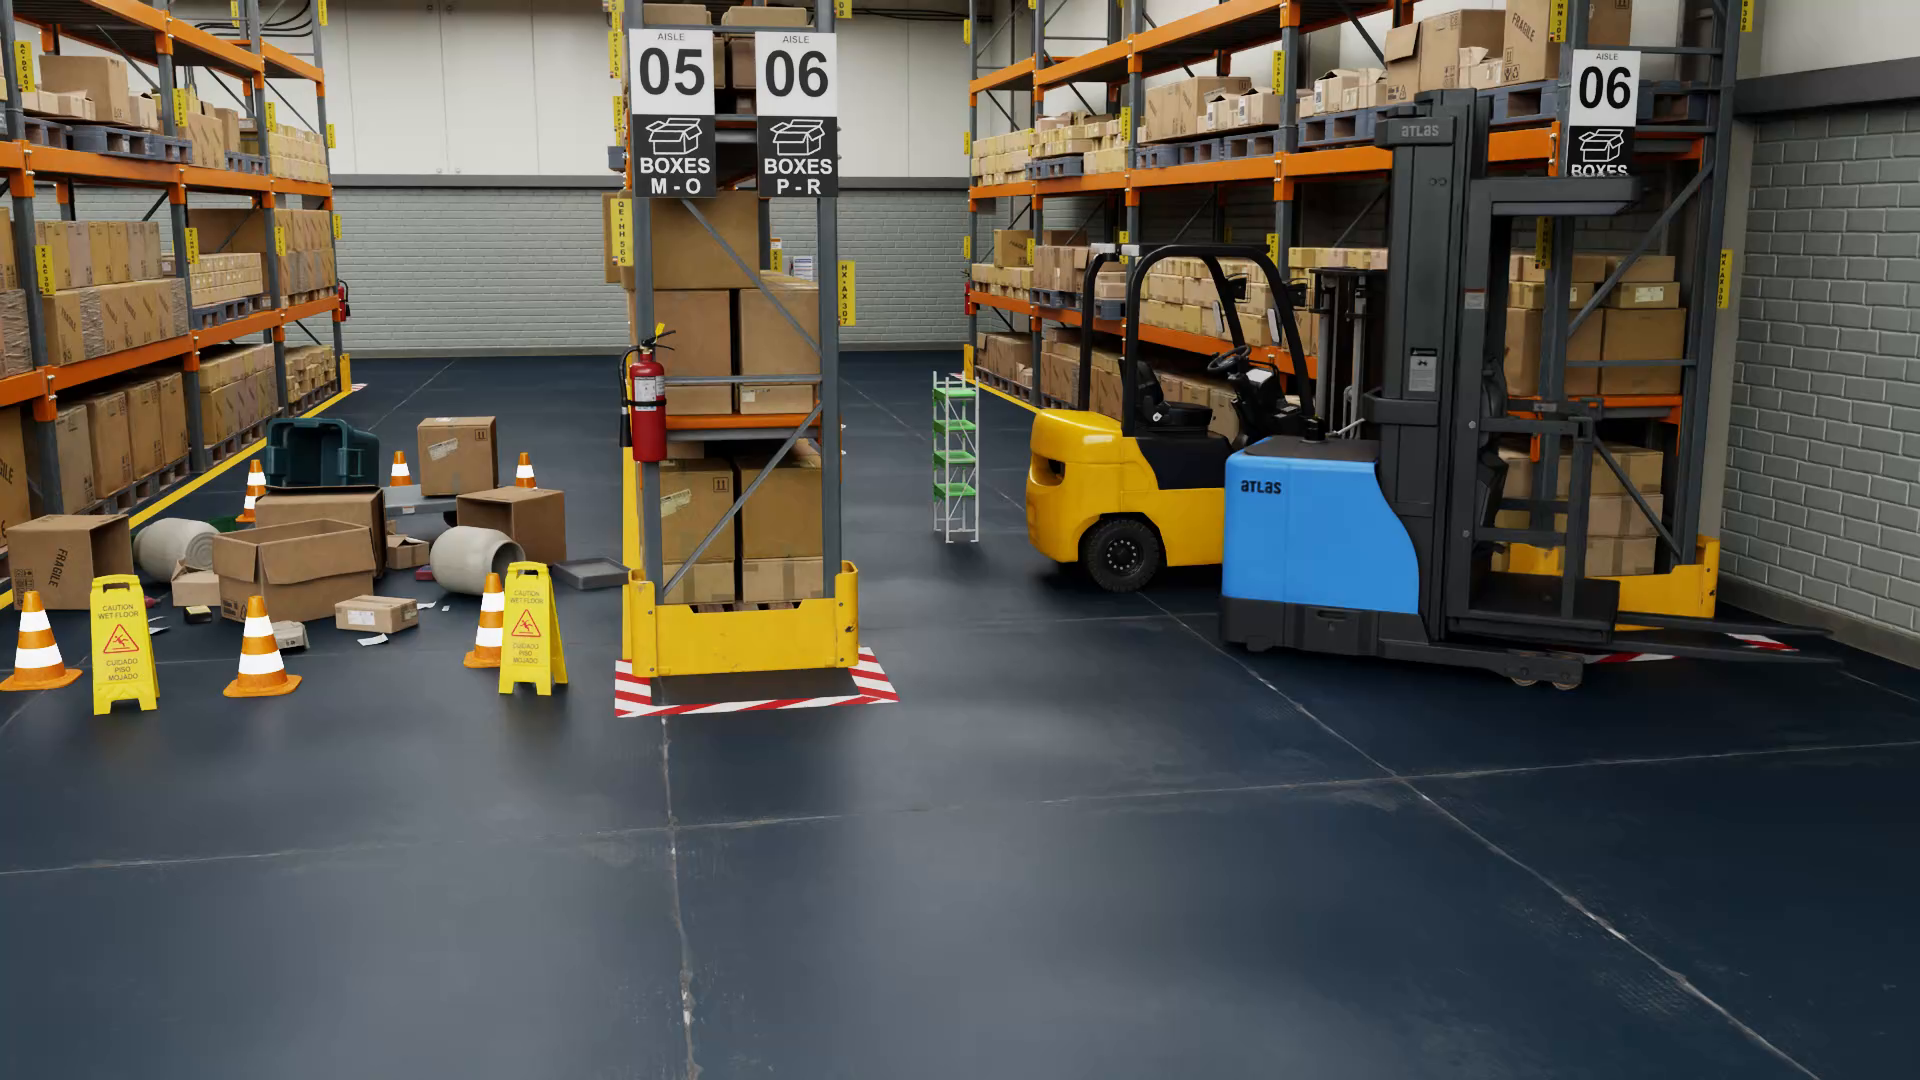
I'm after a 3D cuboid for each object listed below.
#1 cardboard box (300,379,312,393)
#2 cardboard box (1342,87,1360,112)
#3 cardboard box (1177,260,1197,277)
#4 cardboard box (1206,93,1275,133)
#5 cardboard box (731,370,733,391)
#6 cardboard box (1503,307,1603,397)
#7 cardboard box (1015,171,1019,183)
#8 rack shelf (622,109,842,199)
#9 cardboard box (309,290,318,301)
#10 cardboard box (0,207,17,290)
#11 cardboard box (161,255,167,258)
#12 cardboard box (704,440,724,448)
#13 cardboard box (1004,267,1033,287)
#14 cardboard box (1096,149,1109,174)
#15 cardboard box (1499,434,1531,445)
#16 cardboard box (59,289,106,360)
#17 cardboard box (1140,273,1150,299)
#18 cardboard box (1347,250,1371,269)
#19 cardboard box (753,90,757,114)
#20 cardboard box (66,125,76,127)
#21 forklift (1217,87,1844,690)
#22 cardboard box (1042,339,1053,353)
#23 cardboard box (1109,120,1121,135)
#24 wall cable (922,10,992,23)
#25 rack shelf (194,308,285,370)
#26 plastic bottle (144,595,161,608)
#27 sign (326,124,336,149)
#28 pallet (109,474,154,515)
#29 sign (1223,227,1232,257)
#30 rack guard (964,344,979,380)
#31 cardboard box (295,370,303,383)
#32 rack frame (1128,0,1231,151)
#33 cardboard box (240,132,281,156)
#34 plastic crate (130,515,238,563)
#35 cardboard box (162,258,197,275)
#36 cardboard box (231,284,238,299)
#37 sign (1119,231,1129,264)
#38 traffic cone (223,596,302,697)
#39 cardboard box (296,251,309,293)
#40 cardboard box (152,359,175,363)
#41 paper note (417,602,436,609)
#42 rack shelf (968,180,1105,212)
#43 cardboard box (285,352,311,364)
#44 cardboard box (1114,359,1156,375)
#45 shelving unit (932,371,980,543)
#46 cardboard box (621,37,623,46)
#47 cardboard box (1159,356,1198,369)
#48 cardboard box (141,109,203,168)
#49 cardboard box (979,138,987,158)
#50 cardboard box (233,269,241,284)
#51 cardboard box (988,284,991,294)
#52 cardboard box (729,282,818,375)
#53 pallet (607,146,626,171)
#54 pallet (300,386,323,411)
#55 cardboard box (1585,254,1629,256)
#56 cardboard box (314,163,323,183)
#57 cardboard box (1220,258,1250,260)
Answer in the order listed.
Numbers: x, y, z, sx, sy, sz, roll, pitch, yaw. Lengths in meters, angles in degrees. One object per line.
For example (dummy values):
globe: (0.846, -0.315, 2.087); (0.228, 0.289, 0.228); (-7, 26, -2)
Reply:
cardboard box: (-8.333, -1.930, 20.817); (0.380, 0.149, 0.250); (-2, 11, -13)
cardboard box: (2.914, -3.093, 11.684); (0.380, 0.149, 0.250); (-2, 11, -9)
cardboard box: (2.231, -2.518, 15.400); (0.380, 0.149, 0.250); (-2, 11, -10)
cardboard box: (2.446, -3.672, 14.291); (0.500, 0.311, 0.500); (-3, 11, -13)
cardboard box: (-1.211, -0.992, 10.056); (0.380, 0.149, 0.250); (-2, 11, -9)
cardboard box: (3.399, -1.118, 9.781); (0.500, 0.500, 0.500); (-2, 11, -12)
cardboard box: (0.927, -4.734, 21.697); (0.380, 0.149, 0.250); (-2, 11, -11)
rack shelf: (-1.505, -2.294, 10.128); (1.077, 0.370, 4.000); (-2, 11, -11)
cardboard box: (-8.553, -3.182, 21.566); (0.380, 0.149, 0.250); (-3, 11, -14)
cardboard box: (-6.691, -1.877, 10.749); (0.875, 0.550, 0.550); (-2, 11, -11)
cardboard box: (-8.407, -2.858, 17.150); (0.380, 0.149, 0.250); (-2, 11, -9)
cardboard box: (-1.723, -0.357, 10.274); (0.500, 0.500, 0.500); (-2, 11, -12)
cardboard box: (0.884, -3.529, 22.323); (0.500, 0.250, 0.500); (-2, 11, -11)
cardboard box: (1.760, -4.033, 17.741); (0.500, 0.250, 0.500); (-2, 11, -11)
cardboard box: (3.252, -0.502, 10.366); (0.500, 0.250, 0.500); (-2, 11, -10)
cardboard box: (-6.667, -1.590, 12.261); (0.500, 0.500, 0.500); (-2, 11, -11)
cardboard box: (2.019, -2.536, 16.563); (0.500, 0.250, 0.500); (-2, 11, -11)
cardboard box: (2.970, -1.978, 11.768); (0.380, 0.149, 0.250); (-2, 11, -12)
cardboard box: (-0.862, -2.230, 8.539); (0.380, 0.149, 0.250); (-2, 11, -11)
cardboard box: (-7.485, -3.498, 13.543); (0.500, 0.250, 0.500); (-2, 11, -9)
forklift: (2.964, -0.807, 8.599); (3.031, 2.935, 1.130); (5, 12, 23)
cardboard box: (1.227, -2.411, 20.667); (0.380, 0.149, 0.250); (-2, 11, -8)
cardboard box: (1.791, -4.349, 17.538); (0.380, 0.149, 0.250); (-2, 11, -13)
wall cable: (0.799, -10.684, 29.386); (2.988, 3.039, 0.133); (-2, 11, -11)
rack shelf: (-7.896, -2.089, 17.075); (1.077, 0.370, 4.000); (-2, 11, -11)
plastic bottle: (-4.983, 0.380, 10.037); (0.283, 0.061, 0.133); (-6, 13, -31)
sign: (-8.515, -5.468, 22.512); (0.100, 0.325, 0.005); (-2, 11, -11)
pallet: (-7.194, -0.335, 13.394); (1.003, 0.211, 1.213); (-2, 11, -11)
sign: (2.740, -3.045, 17.076); (0.100, 0.325, 0.005); (-2, 11, -11)
rack guard: (0.656, -2.681, 24.945); (1.175, 0.500, 0.348); (-2, 11, -11)
cardboard box: (-8.342, -2.027, 20.529); (0.380, 0.149, 0.250); (-2, 11, -8)
rack frame: (2.197, -5.403, 16.514); (1.000, 3.000, 0.127); (-2, 11, -11)
cardboard box: (-8.144, -4.552, 19.131); (0.500, 0.250, 0.500); (-2, 11, -9)
plastic crate: (-5.410, -0.005, 11.566); (0.450, 0.188, 0.662); (-7, 8, 20)
cardboard box: (-7.462, -2.592, 15.749); (0.380, 0.149, 0.250); (-2, 11, -13)
cardboard box: (-7.757, -2.588, 17.319); (0.380, 0.149, 0.250); (-2, 11, -9)
sign: (1.666, -2.964, 16.862); (0.100, 0.325, 0.005); (-2, 11, -11)
traffic cone: (-3.487, 0.510, 8.280); (0.336, 0.463, 0.334); (-2, 11, -11)
cardboard box: (-8.300, -3.289, 20.390); (0.500, 0.500, 0.500); (-2, 11, -12)
cardboard box: (-8.006, -1.631, 16.298); (0.500, 0.250, 0.500); (-2, 11, -10)
paper note: (-3.270, 0.395, 10.071); (0.148, 0.019, 0.142); (2, 11, 9)
rack shelf: (1.030, -4.676, 22.644); (1.077, 0.370, 4.000); (-2, 11, -11)
cardboard box: (-8.507, -2.313, 21.235); (0.380, 0.149, 0.250); (-3, 11, -13)
cardboard box: (1.852, -1.834, 17.636); (0.380, 0.149, 0.250); (-3, 11, -14)
shelving unit: (-0.032, -0.620, 12.244); (0.258, 1.200, 0.503); (-2, 11, -11)
cardboard box: (-1.802, -2.880, 9.824); (0.380, 0.149, 0.250); (-2, 11, -10)
cardboard box: (2.376, -1.909, 18.032); (0.380, 0.149, 0.250); (-2, 11, -9)
cardboard box: (-7.357, -3.713, 15.391); (0.500, 0.500, 0.500); (-2, 11, -11)
cardboard box: (0.561, -5.530, 23.474); (0.500, 0.250, 0.500); (-2, 11, -11)
cardboard box: (-7.810, -2.781, 17.538); (0.380, 0.149, 0.250); (-3, 11, -14)
cardboard box: (0.605, -3.589, 23.700); (0.380, 0.149, 0.250); (-2, 11, -9)
cardboard box: (-1.039, -1.194, 9.385); (0.500, 0.500, 0.500); (-2, 11, -9)
pallet: (-2.849, -3.771, 16.471); (1.213, 0.211, 1.003); (-2, 11, -8)
pallet: (-8.691, -1.786, 21.014); (1.003, 0.211, 1.213); (-2, 11, -11)
cardboard box: (3.907, -1.623, 9.901); (0.380, 0.149, 0.250); (-2, 11, -9)
cardboard box: (-8.609, -4.776, 21.644); (0.500, 0.250, 0.500); (-2, 11, -11)
cardboard box: (2.726, -2.635, 16.015); (0.380, 0.149, 0.250); (-2, 11, -12)
